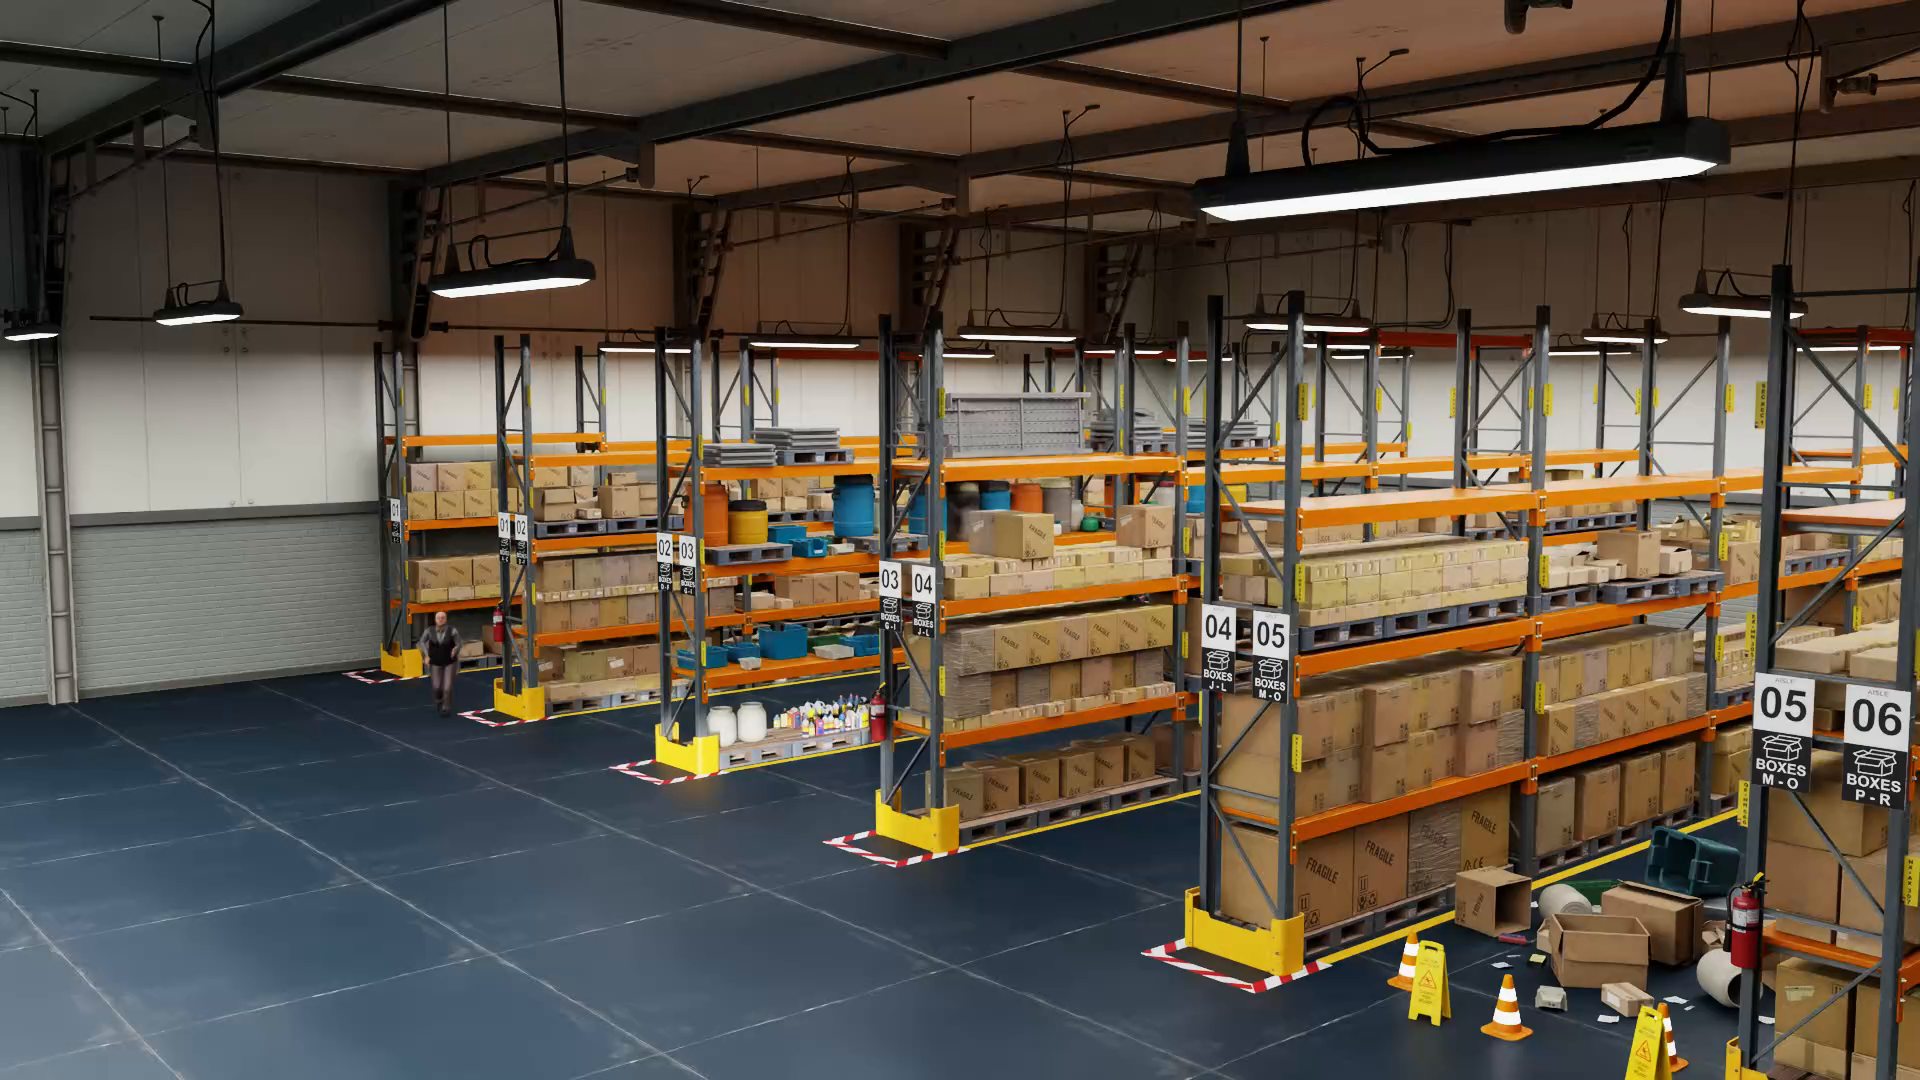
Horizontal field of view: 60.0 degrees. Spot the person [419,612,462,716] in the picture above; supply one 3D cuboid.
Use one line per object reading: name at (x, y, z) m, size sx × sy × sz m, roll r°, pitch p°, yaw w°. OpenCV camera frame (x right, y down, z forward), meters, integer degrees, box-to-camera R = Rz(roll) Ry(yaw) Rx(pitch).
person at (-8.154, 1.954, 26.098) m, size 0.665 × 1.667 × 0.655 m, roll -1°, pitch 5°, yaw -12°
